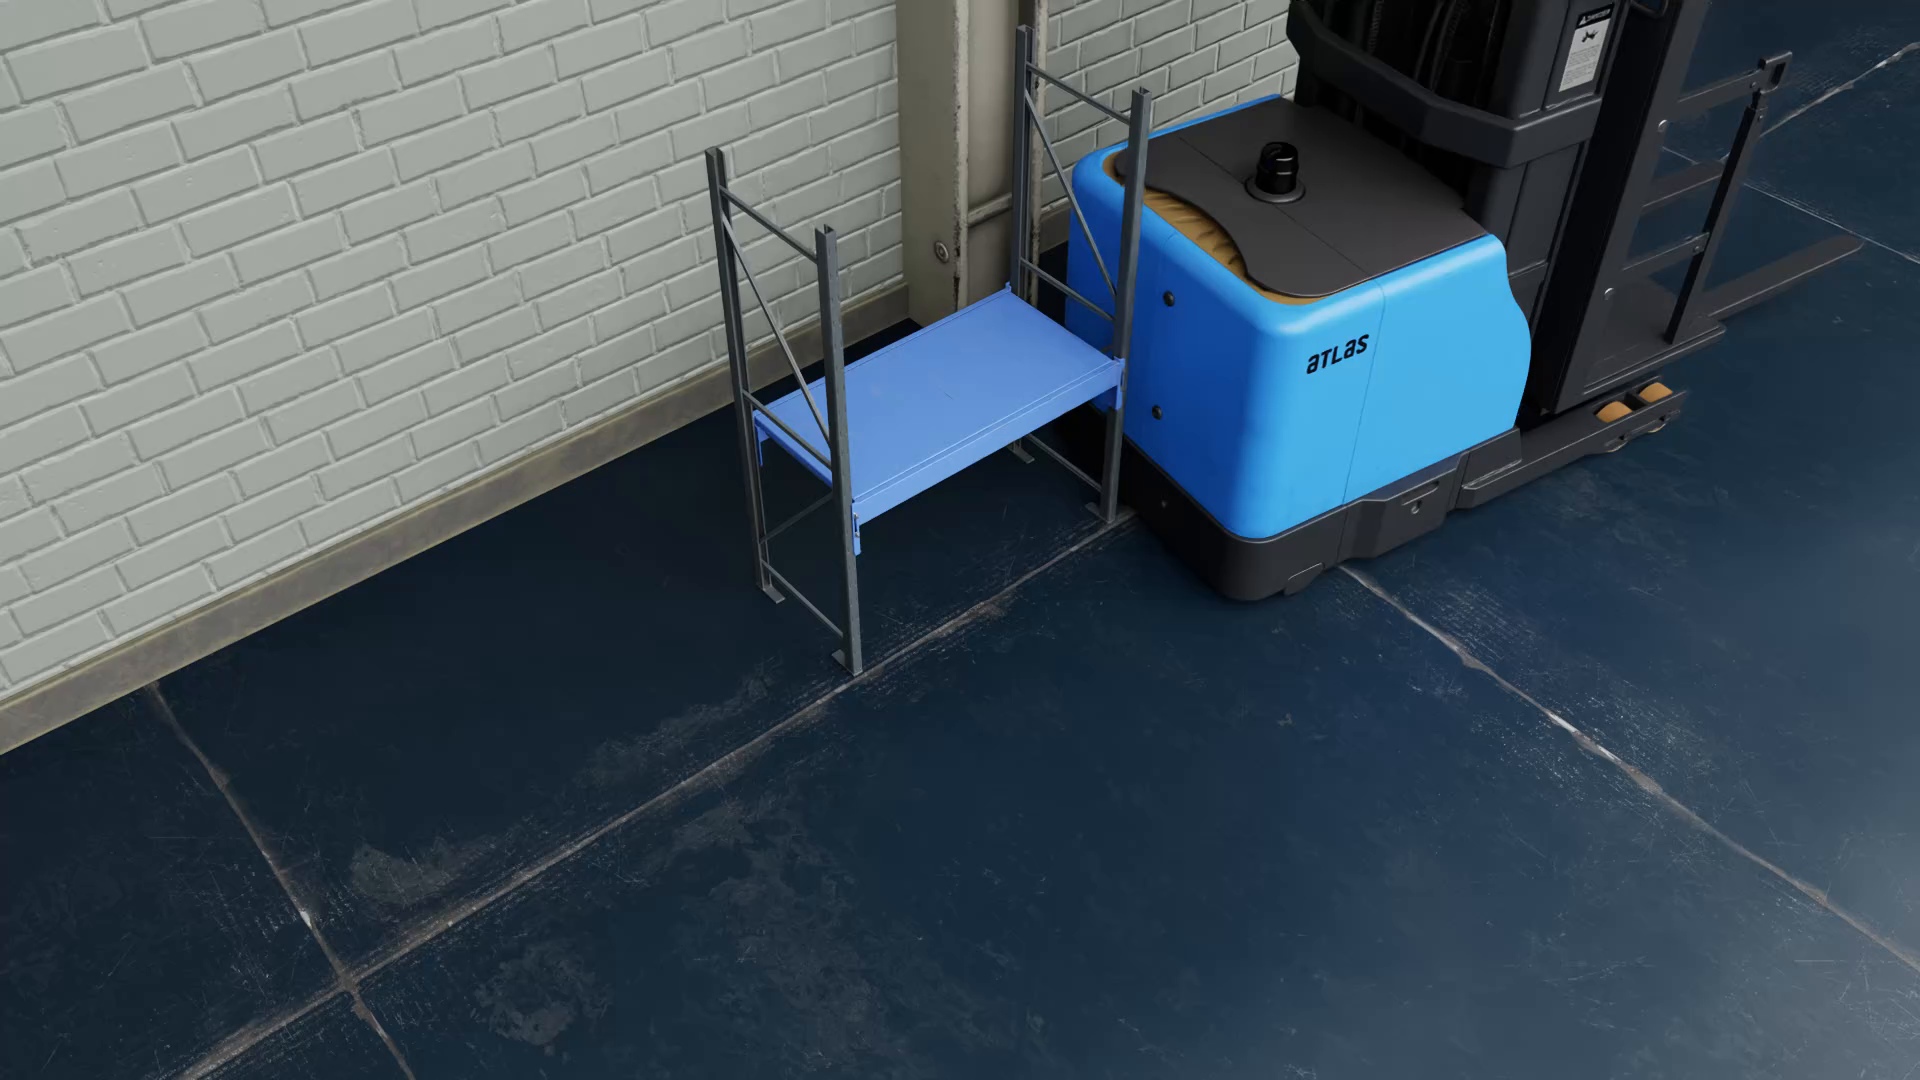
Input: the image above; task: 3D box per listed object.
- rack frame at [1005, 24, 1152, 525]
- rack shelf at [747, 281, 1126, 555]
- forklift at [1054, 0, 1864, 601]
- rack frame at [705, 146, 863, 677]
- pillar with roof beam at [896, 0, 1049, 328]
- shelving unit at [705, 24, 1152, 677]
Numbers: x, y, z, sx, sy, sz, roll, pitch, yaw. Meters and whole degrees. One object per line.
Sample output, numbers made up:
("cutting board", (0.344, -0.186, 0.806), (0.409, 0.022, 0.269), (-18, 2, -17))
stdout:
("rack frame", (0.325, -0.732, 4.934), (0.032, 1.500, 0.500), (-30, 51, -28))
("rack shelf", (-0.065, -0.378, 4.820), (1.000, 0.185, 0.538), (-30, 51, -28))
("forklift", (1.841, -1.651, 4.867), (3.031, 2.935, 1.130), (-23, 48, -22))
("rack frame", (-0.455, -0.286, 4.459), (0.032, 1.500, 0.500), (-30, 51, -28))
("pillar with roof beam", (2.803, -1.867, 0.664), (0.400, 9.000, 9.100), (-30, 51, -28))
("shelving unit", (-0.065, -0.509, 4.697), (1.048, 1.500, 0.538), (-30, 51, -28))
